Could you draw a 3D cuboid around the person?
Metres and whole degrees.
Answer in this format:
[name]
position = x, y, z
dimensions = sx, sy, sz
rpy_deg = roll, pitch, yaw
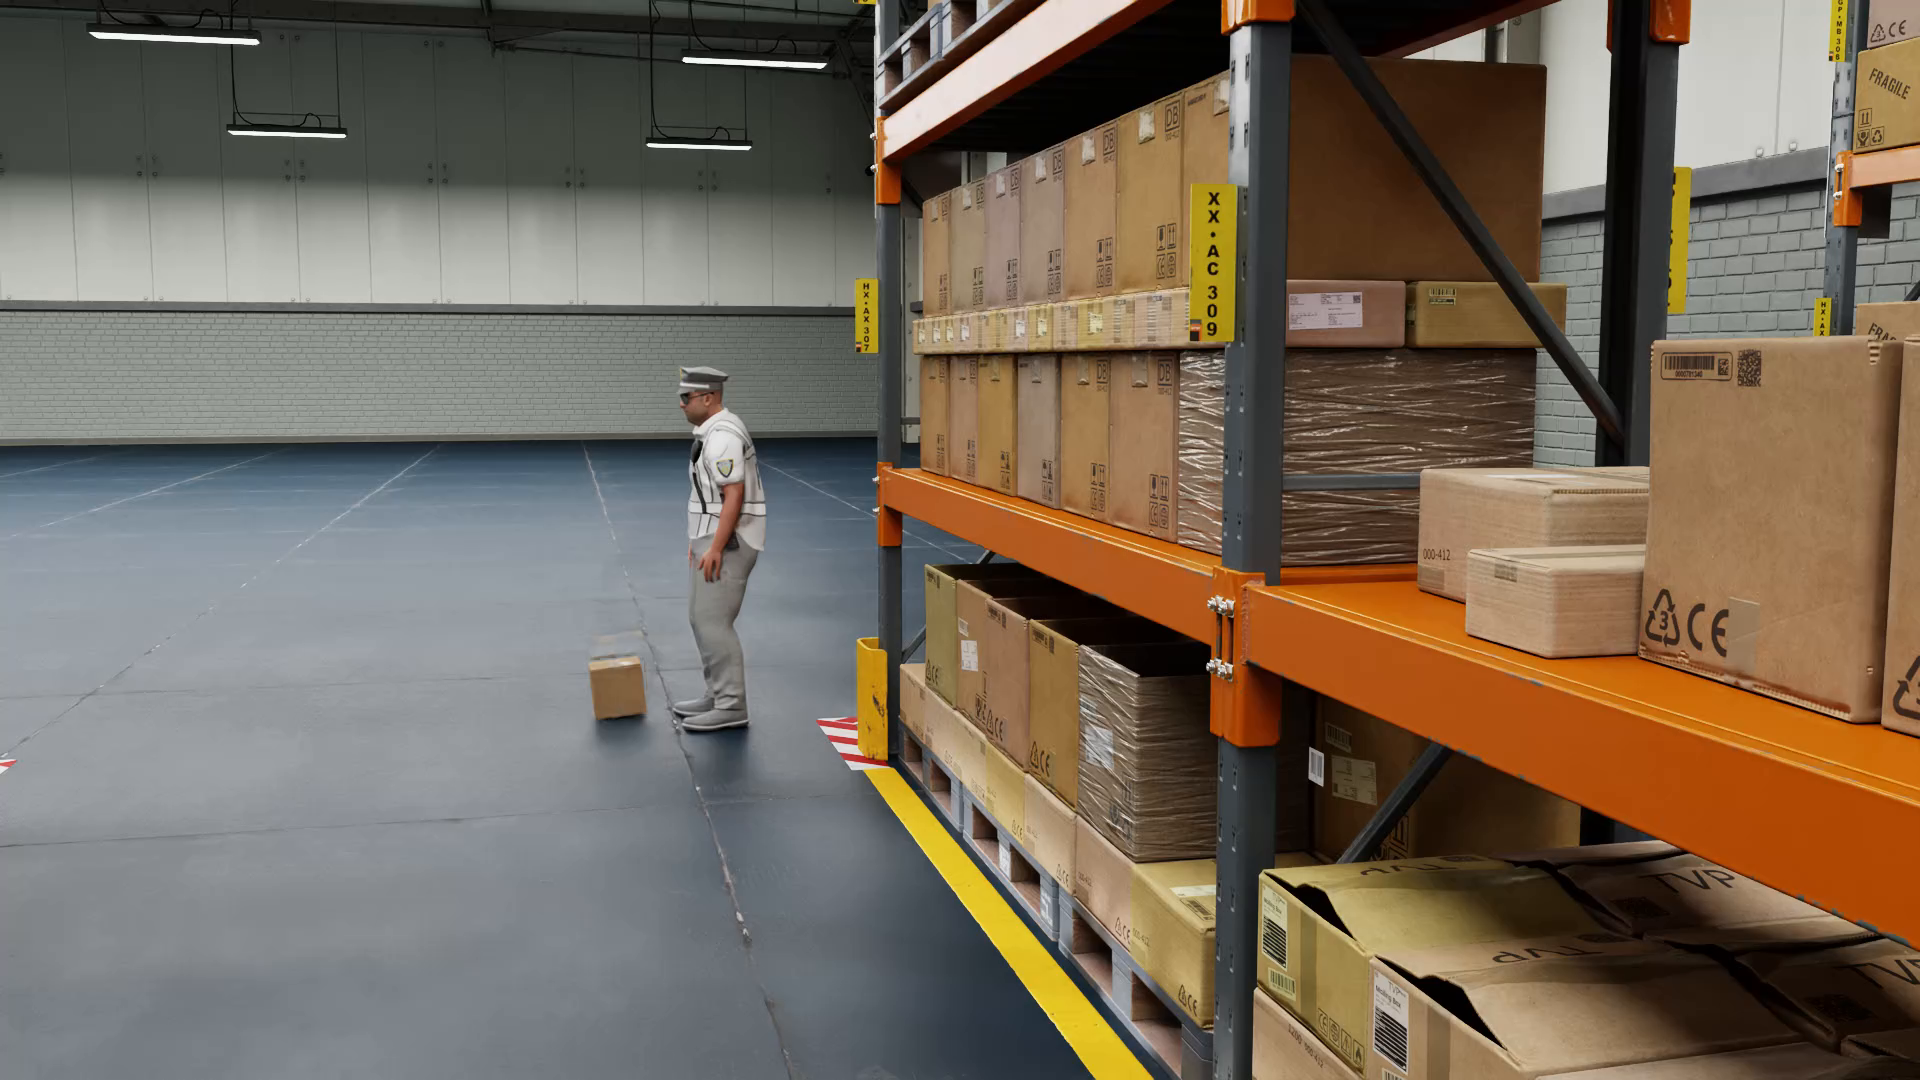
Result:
[person]
position = -1.174, 0.031, 8.126
dimensions = 0.439, 1.747, 0.598
rpy_deg = -2, 6, -17
